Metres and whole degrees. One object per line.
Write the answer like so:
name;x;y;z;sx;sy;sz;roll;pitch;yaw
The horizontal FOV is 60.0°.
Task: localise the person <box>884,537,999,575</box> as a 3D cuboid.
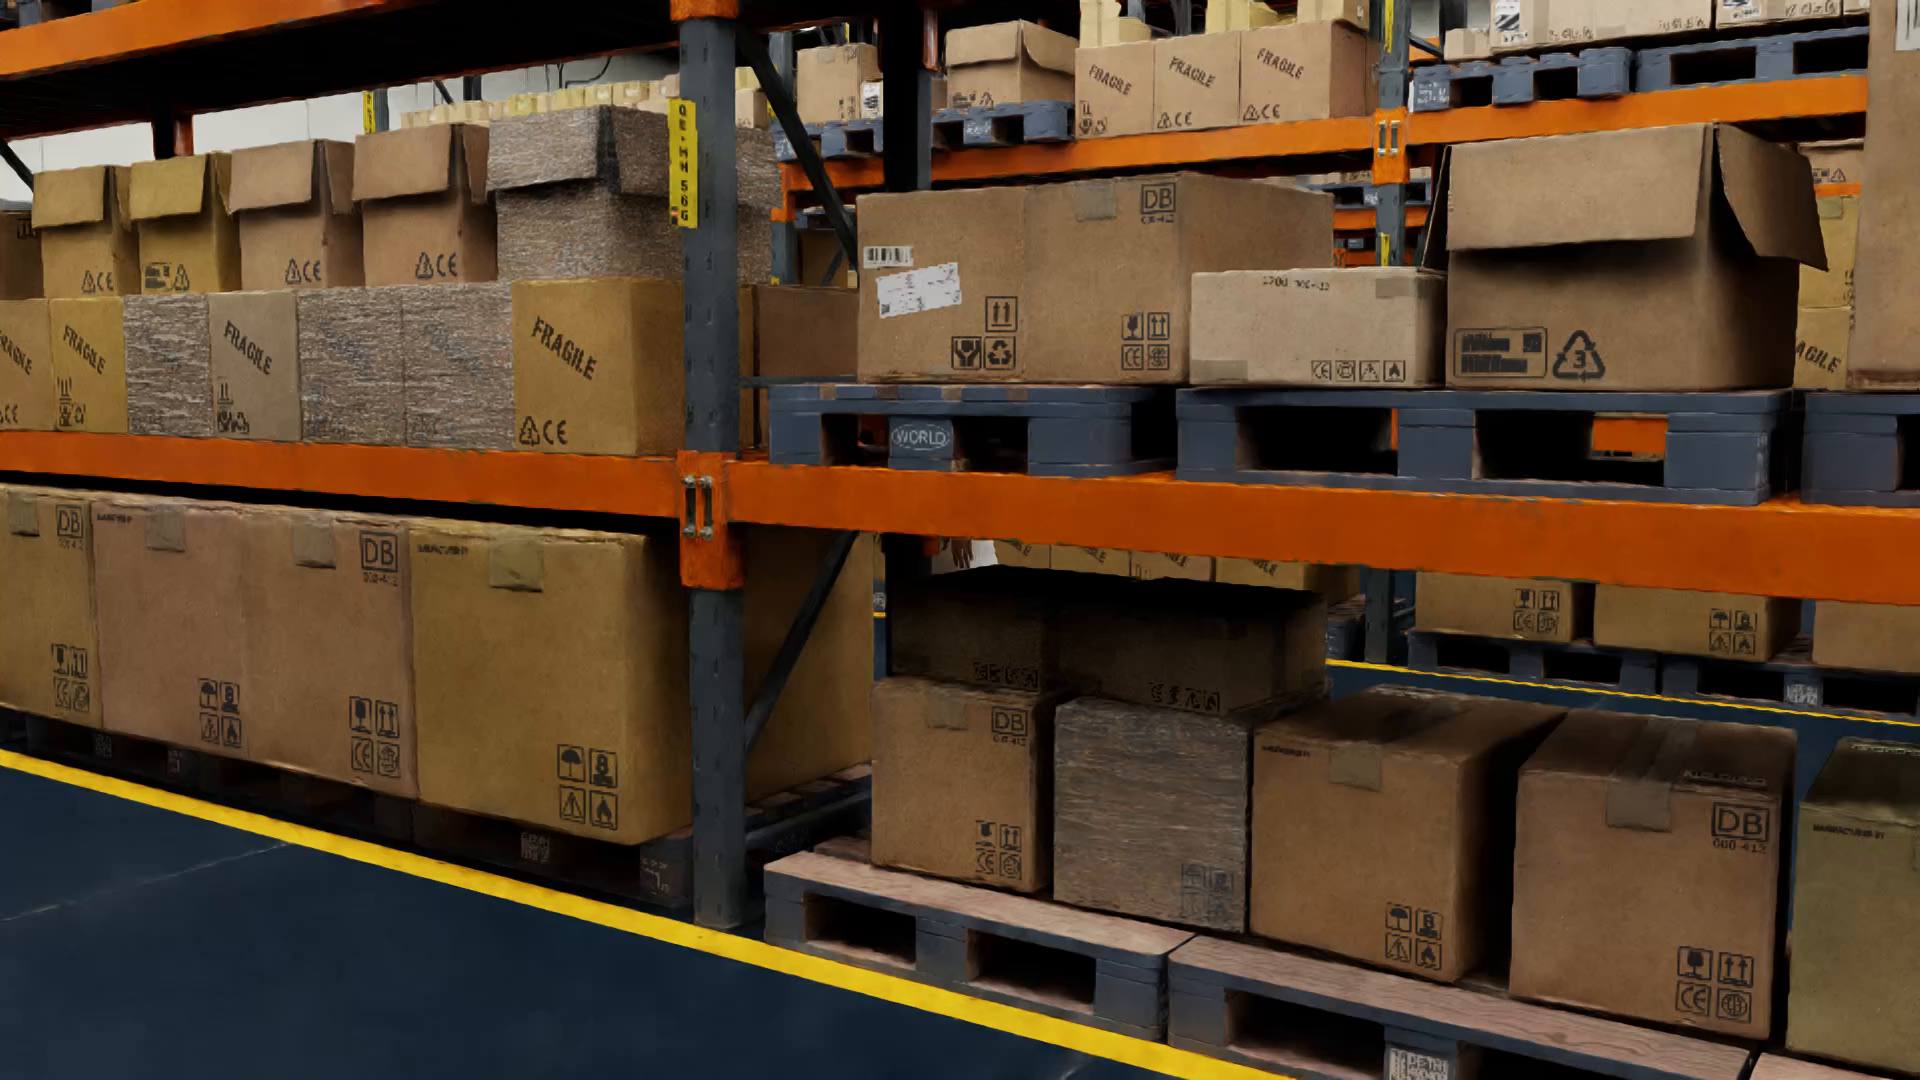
person;-0.130;-0.081;6.828;0.629;1.777;0.675;-3;7;-29
